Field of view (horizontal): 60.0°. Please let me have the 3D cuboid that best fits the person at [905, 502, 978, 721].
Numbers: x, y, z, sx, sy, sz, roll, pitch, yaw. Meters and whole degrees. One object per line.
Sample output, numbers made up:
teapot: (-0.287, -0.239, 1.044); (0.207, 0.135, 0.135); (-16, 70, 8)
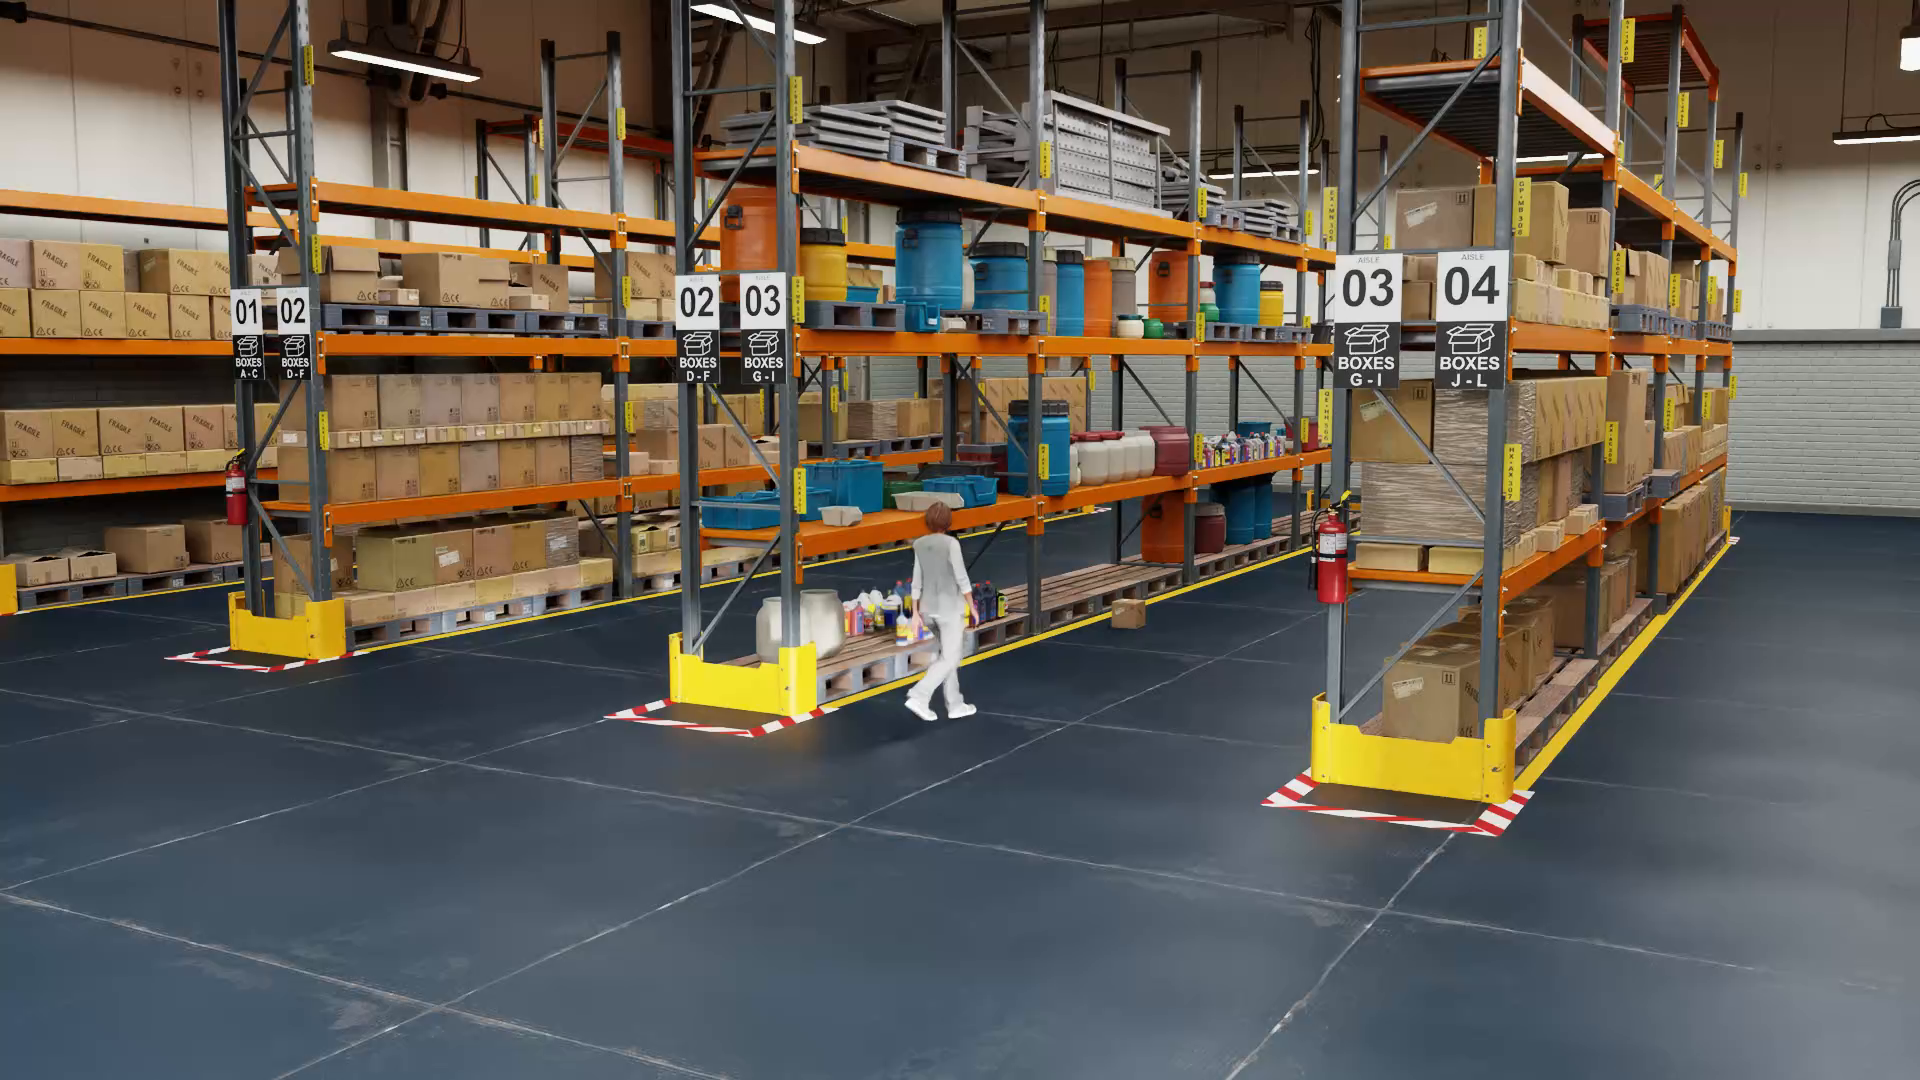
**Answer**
person: (-0.153, 0.516, 11.696); (0.418, 1.559, 0.832); (5, 8, 40)
